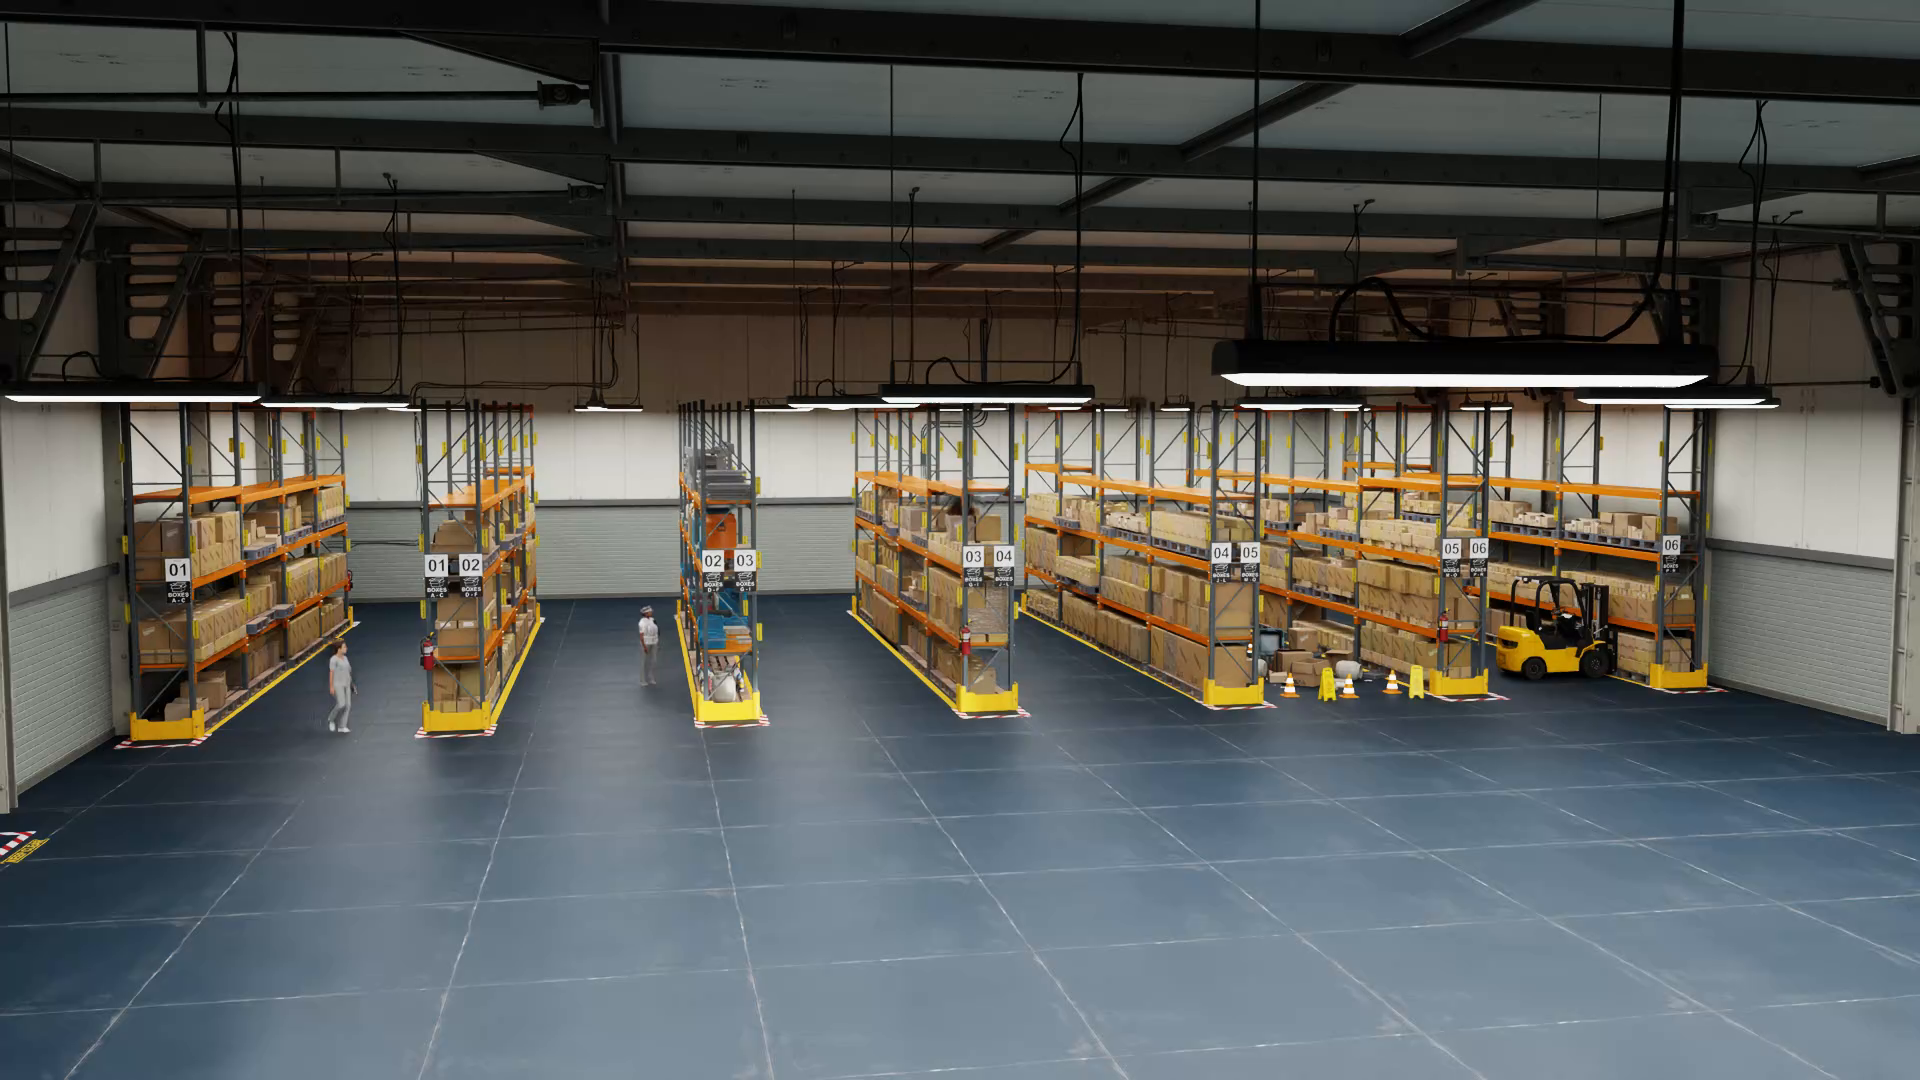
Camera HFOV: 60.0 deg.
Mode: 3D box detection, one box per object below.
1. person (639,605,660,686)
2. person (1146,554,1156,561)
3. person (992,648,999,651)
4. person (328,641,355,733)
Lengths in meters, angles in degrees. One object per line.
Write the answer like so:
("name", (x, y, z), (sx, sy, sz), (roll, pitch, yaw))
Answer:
("person", (-6.588, 2.224, 35.254), (0.486, 1.705, 0.363), (-4, 6, -42))
("person", (5.474, 1.190, 48.372), (0.512, 1.778, 0.609), (-3, 5, -32))
("person", (0.717, 1.818, 40.328), (0.653, 1.724, 1.014), (-1, 4, -12))
("person", (-11.105, 2.629, 29.840), (0.488, 1.661, 0.493), (3, 5, 31))
